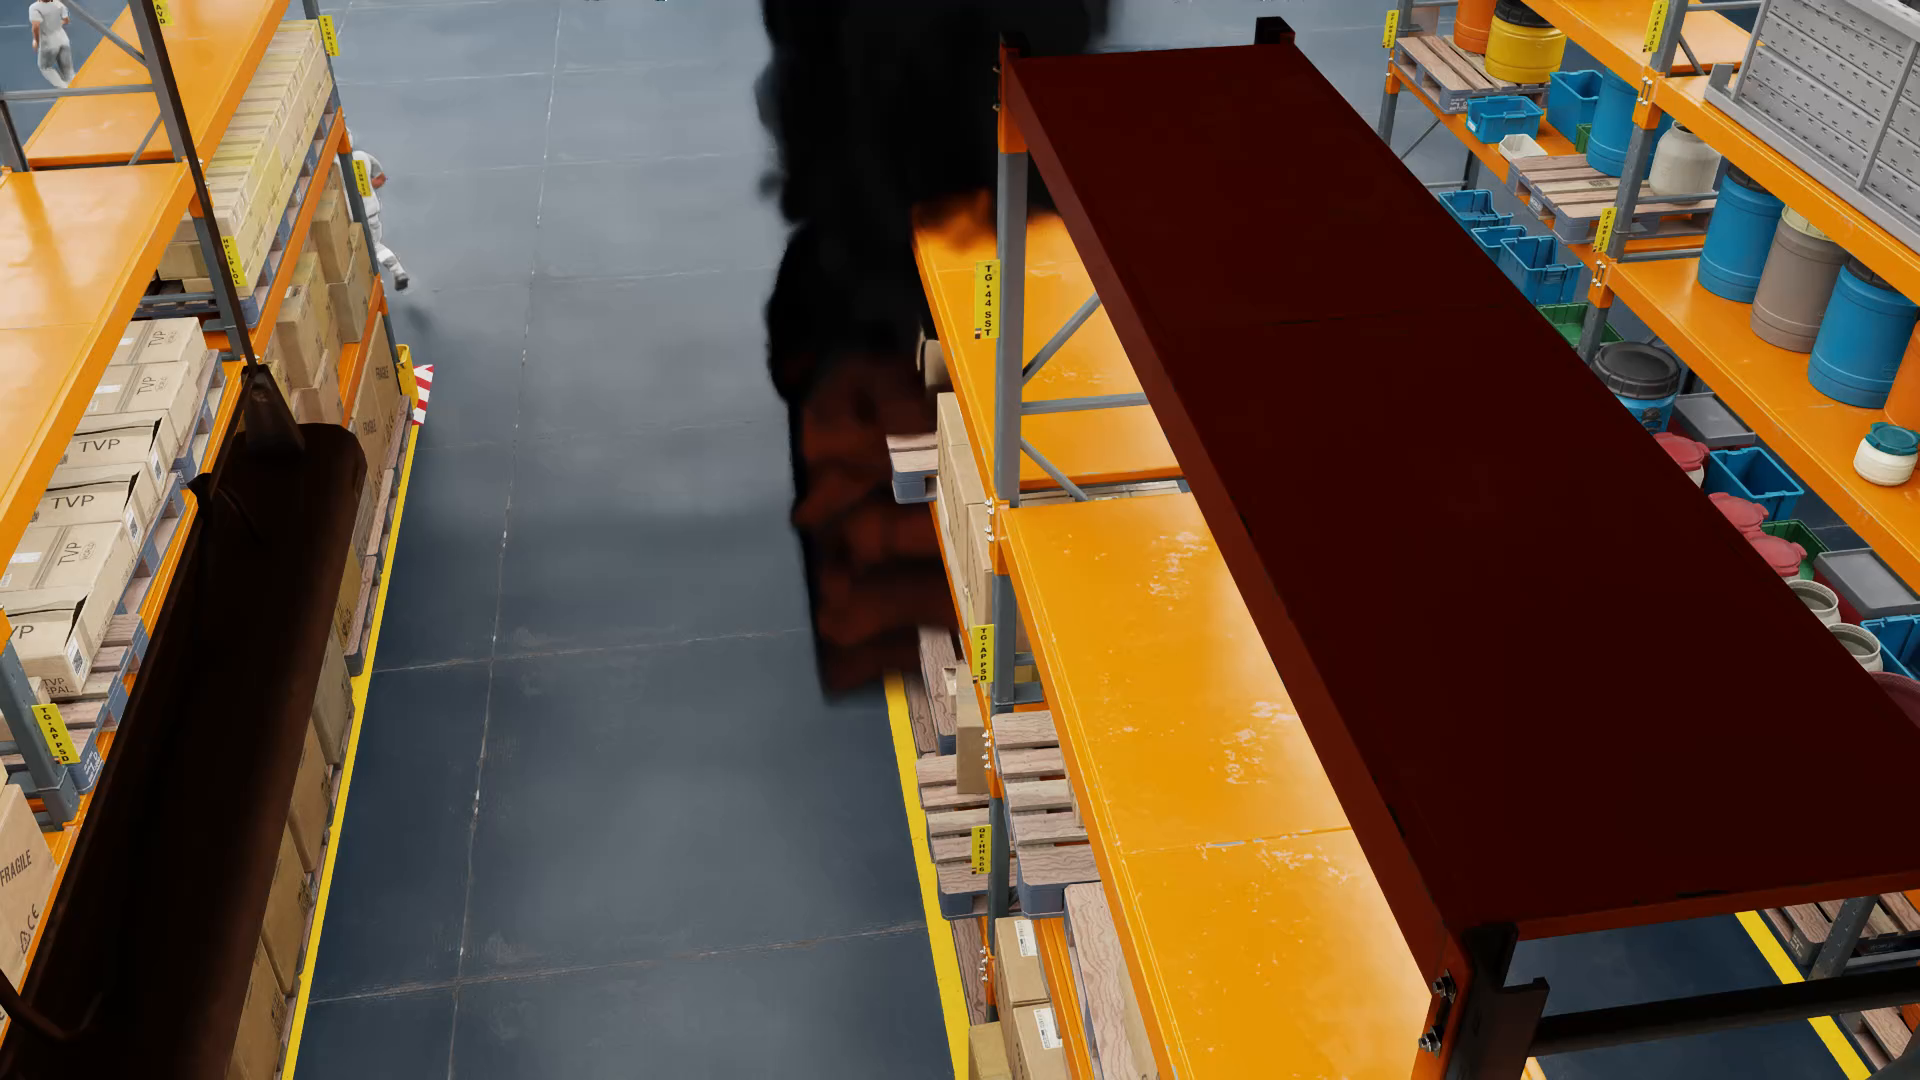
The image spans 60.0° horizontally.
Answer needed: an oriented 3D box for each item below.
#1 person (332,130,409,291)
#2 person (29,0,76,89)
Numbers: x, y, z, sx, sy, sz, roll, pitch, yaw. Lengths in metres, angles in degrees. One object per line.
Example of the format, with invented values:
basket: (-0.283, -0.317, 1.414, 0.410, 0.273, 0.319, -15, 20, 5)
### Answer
person: (-5.865, -3.178, 16.294, 0.782, 1.779, 0.684, 26, 43, 30)
person: (-11.080, -6.041, 20.291, 0.571, 1.633, 0.550, 23, 42, 28)
